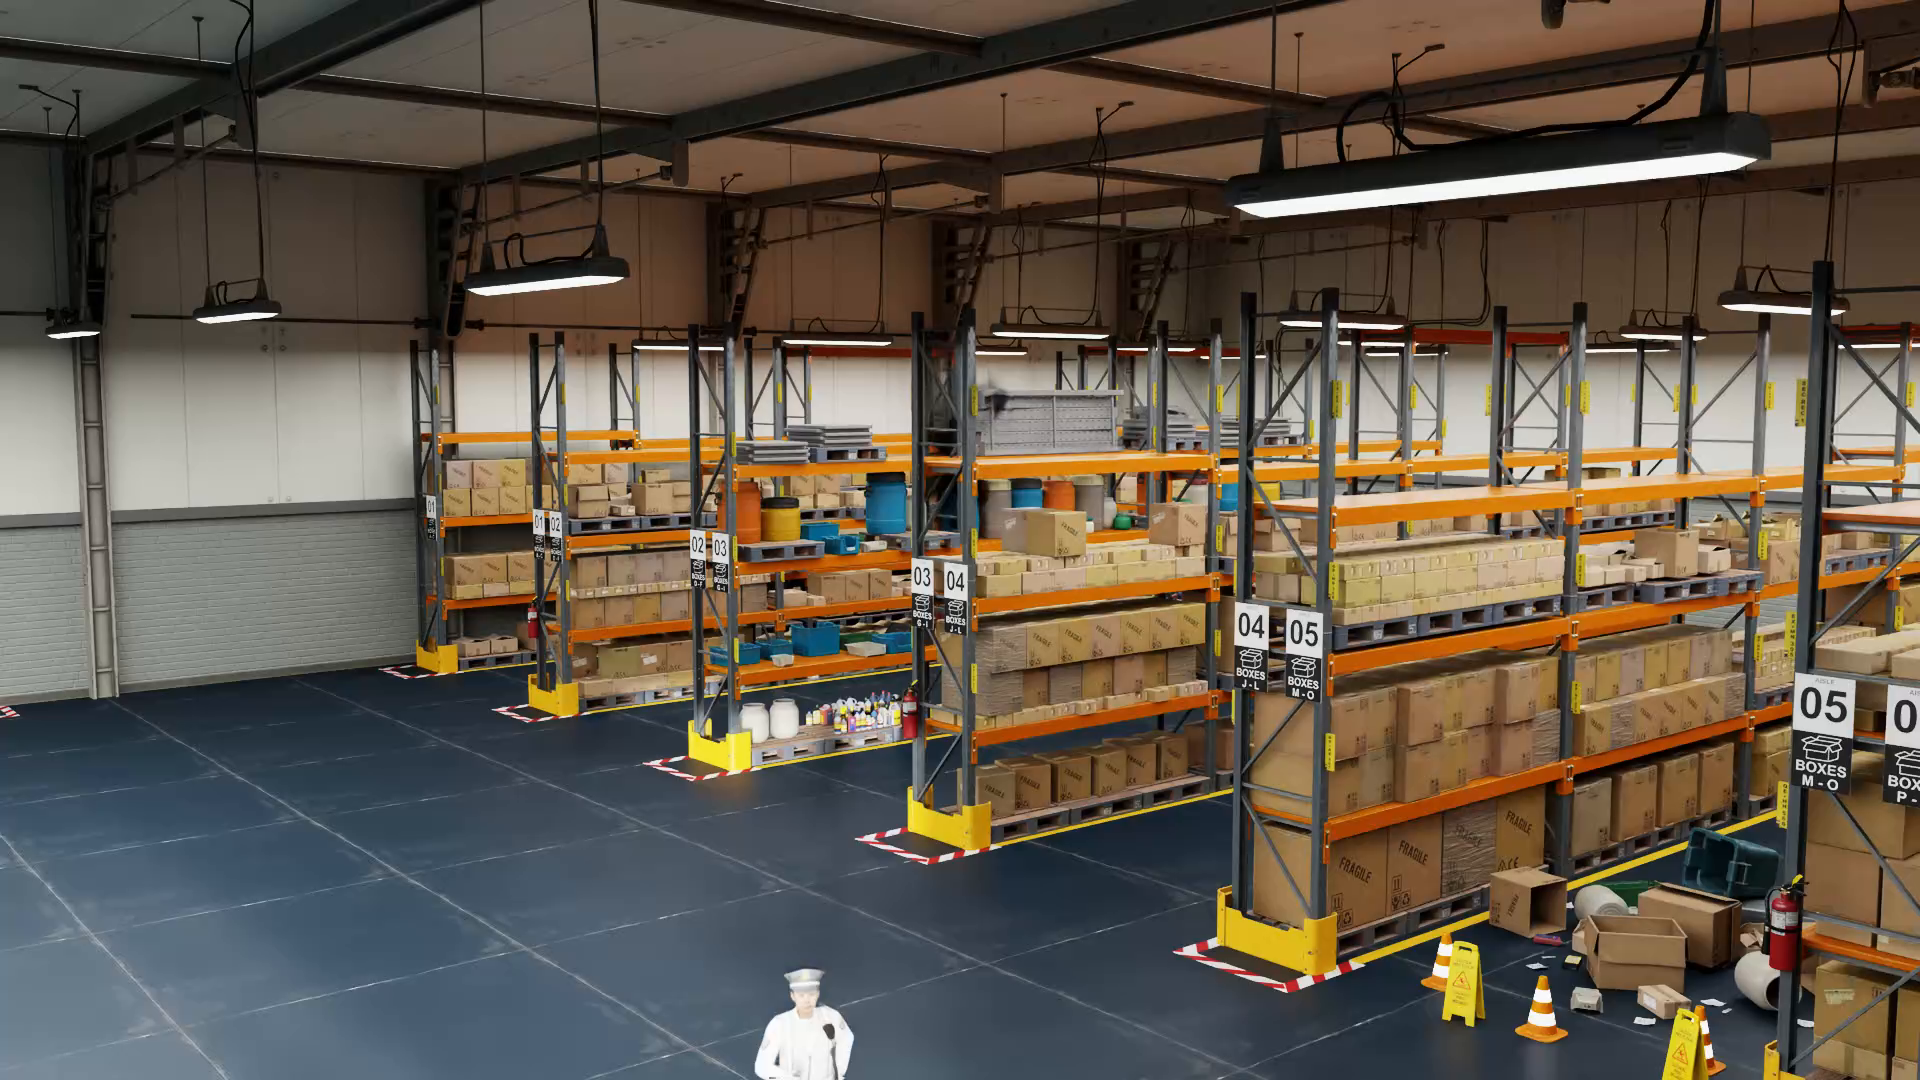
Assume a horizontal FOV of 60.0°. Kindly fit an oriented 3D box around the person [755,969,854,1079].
[{"bbox_3d":[-0.914,3.372,9.947,0.616,1.689,0.878,-1,5,-11],"label":"person"}]
